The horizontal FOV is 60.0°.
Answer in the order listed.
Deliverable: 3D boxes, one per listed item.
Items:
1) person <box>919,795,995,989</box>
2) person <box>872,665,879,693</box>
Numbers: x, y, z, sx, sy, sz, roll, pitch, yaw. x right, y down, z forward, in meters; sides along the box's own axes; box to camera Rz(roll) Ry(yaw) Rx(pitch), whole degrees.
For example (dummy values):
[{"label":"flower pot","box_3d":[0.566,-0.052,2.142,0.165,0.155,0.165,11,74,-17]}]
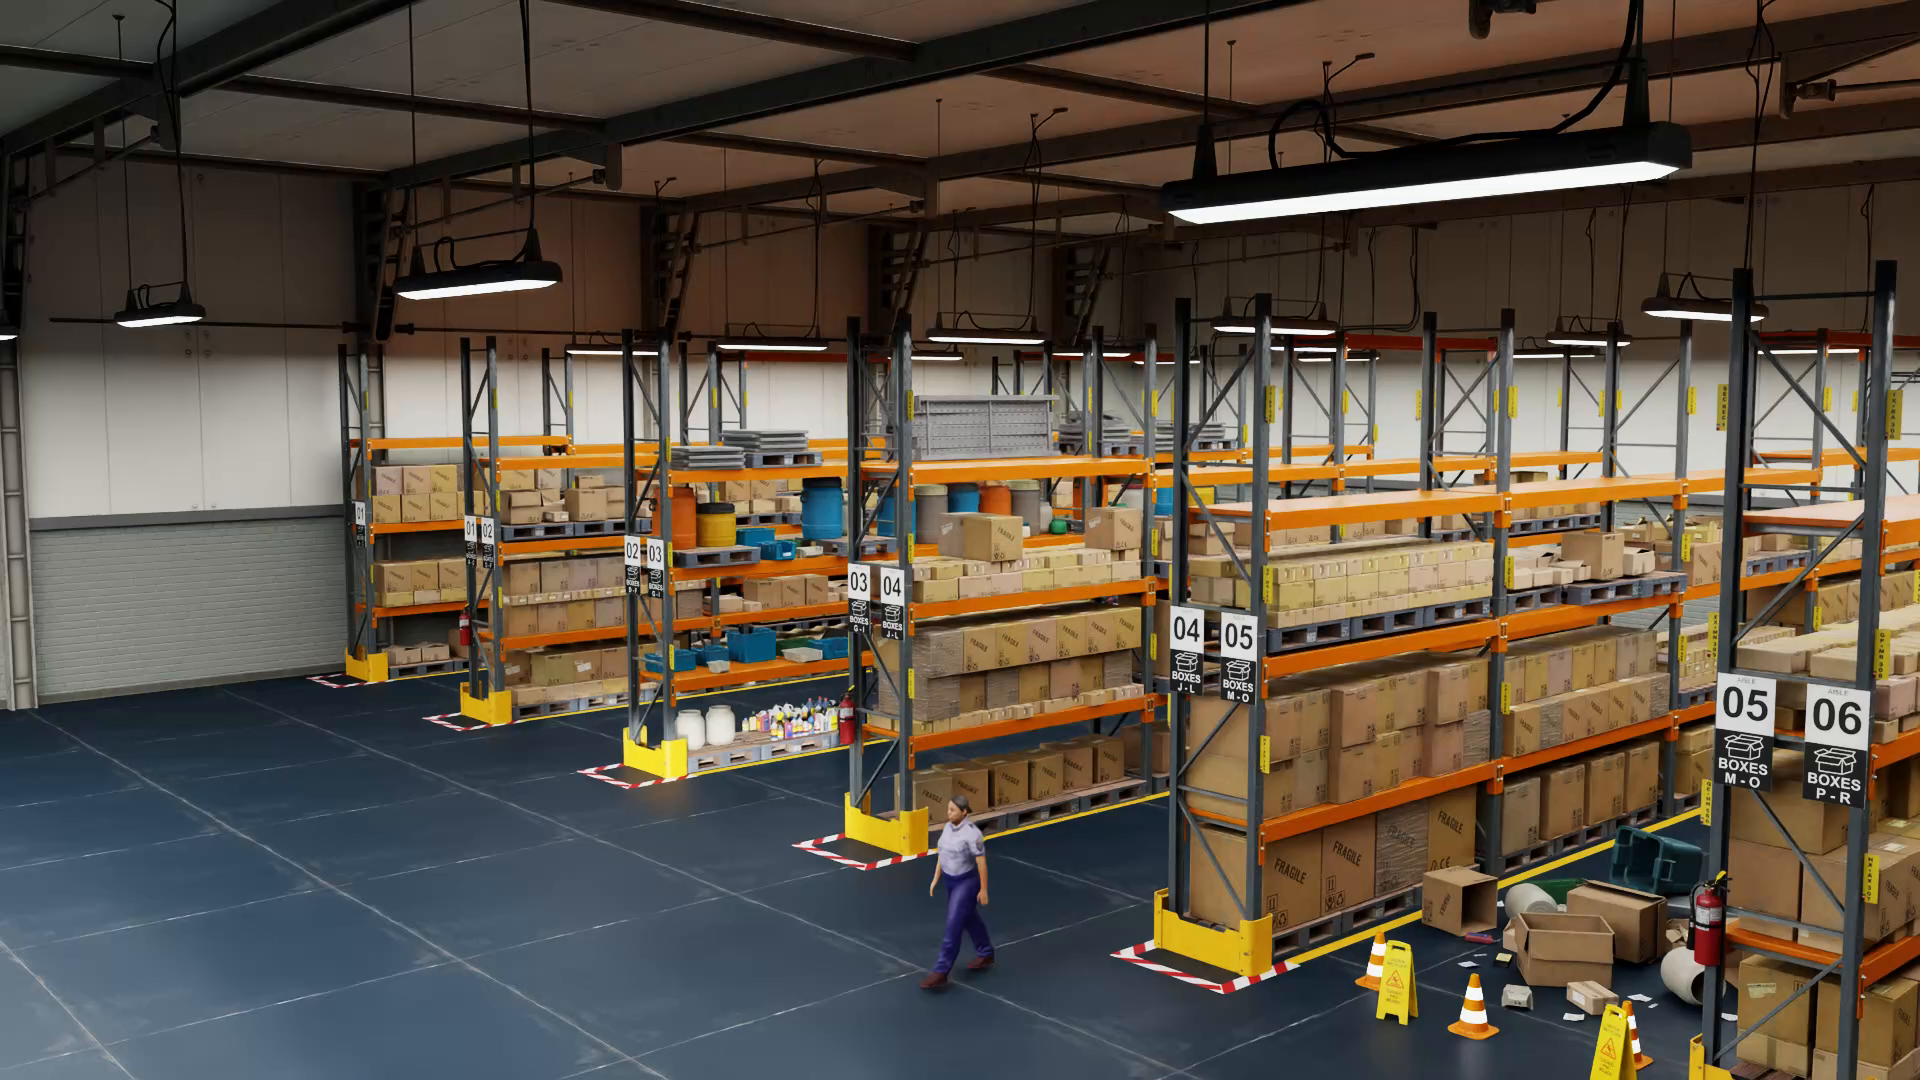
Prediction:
[{"label":"person","box_3d":[-0.049,3.035,14.606,0.922,1.603,0.514,-3,6,-30]},{"label":"person","box_3d":[-1.095,1.819,26.603,0.483,1.391,0.818,-2,6,-24]}]
